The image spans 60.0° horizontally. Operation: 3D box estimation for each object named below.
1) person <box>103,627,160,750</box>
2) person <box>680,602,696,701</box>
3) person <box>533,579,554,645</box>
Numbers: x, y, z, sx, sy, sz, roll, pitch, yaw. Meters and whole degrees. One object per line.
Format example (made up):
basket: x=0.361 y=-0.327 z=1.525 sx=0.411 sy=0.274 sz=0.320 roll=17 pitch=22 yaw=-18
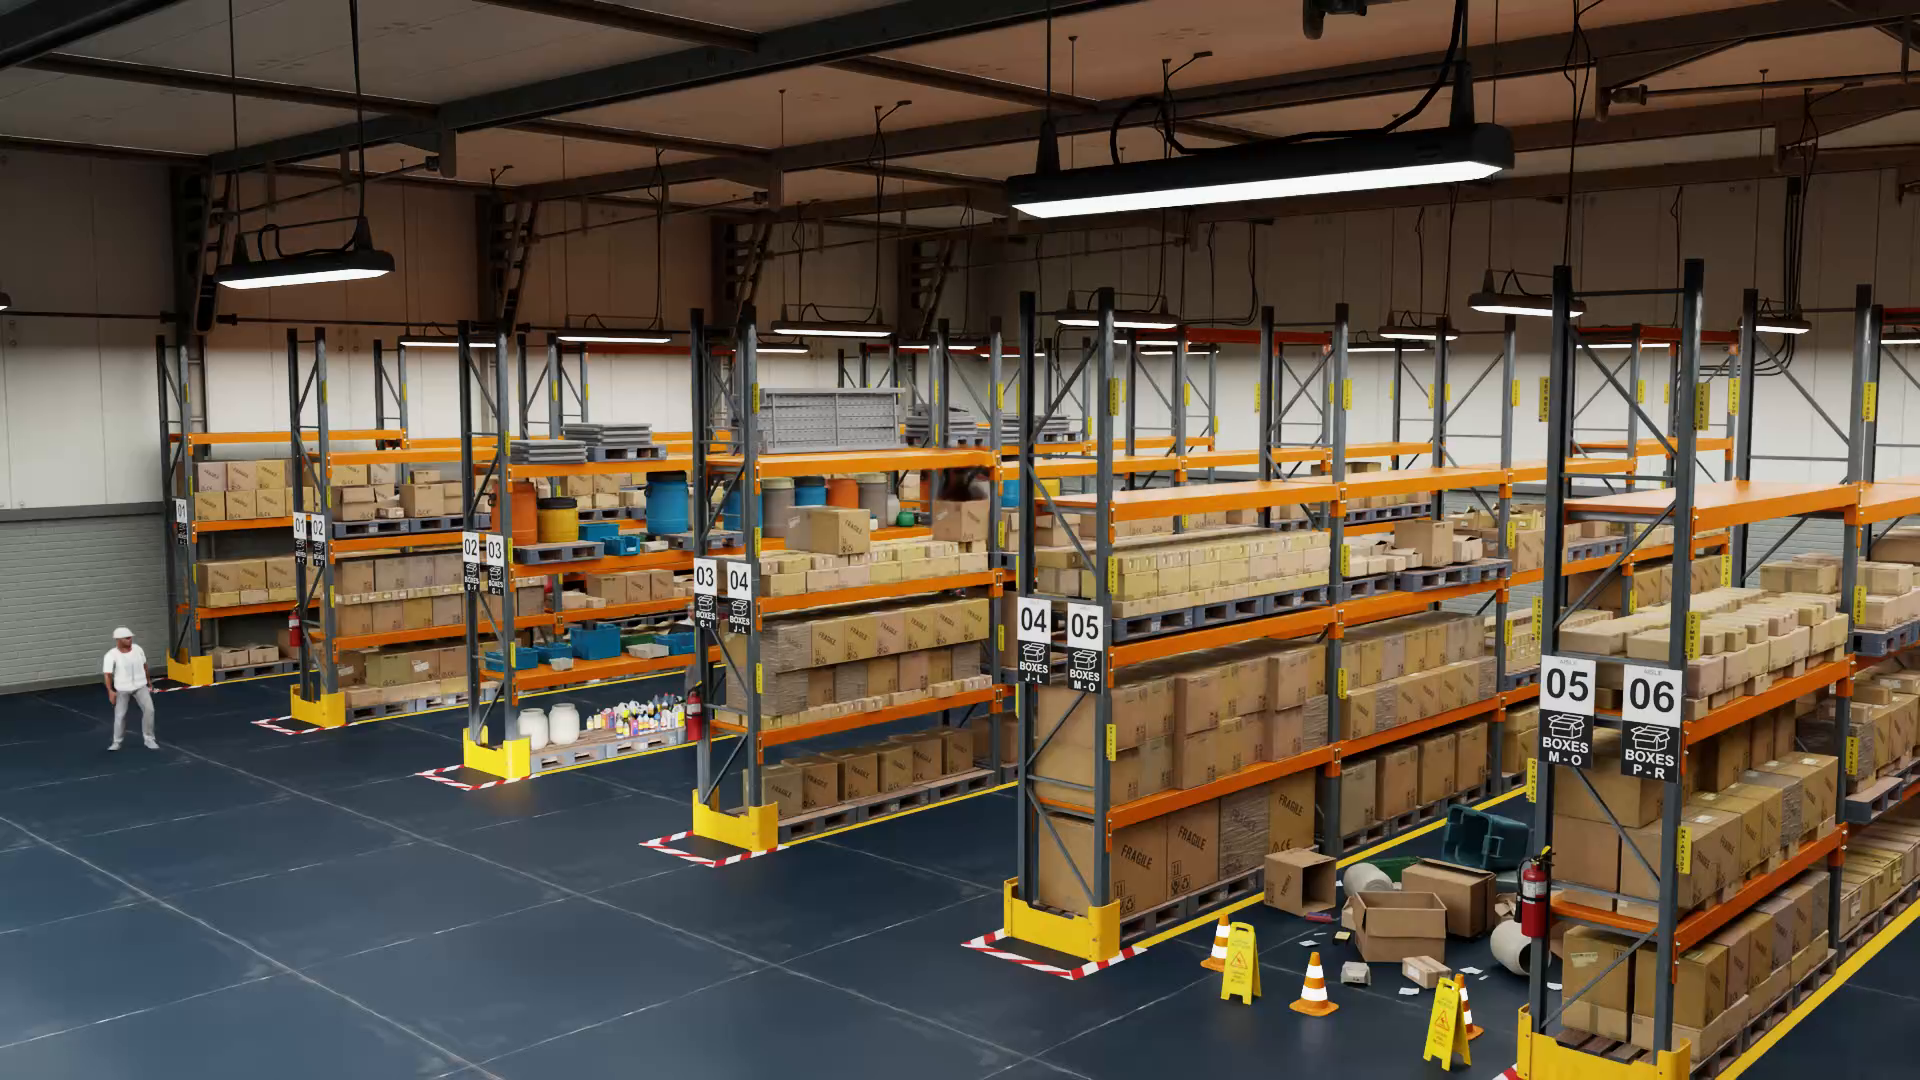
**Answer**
person: x=-11.702 y=2.107 z=23.451 sx=0.689 sy=1.785 sz=0.572 roll=-5 pitch=7 yaw=-41
person: x=-4.221 y=1.827 z=26.598 sx=0.517 sy=1.694 sz=0.499 roll=3 pitch=6 yaw=32
person: x=-8.047 y=1.341 z=31.765 sx=0.475 sy=1.680 sz=1.025 roll=4 pitch=7 yaw=35
